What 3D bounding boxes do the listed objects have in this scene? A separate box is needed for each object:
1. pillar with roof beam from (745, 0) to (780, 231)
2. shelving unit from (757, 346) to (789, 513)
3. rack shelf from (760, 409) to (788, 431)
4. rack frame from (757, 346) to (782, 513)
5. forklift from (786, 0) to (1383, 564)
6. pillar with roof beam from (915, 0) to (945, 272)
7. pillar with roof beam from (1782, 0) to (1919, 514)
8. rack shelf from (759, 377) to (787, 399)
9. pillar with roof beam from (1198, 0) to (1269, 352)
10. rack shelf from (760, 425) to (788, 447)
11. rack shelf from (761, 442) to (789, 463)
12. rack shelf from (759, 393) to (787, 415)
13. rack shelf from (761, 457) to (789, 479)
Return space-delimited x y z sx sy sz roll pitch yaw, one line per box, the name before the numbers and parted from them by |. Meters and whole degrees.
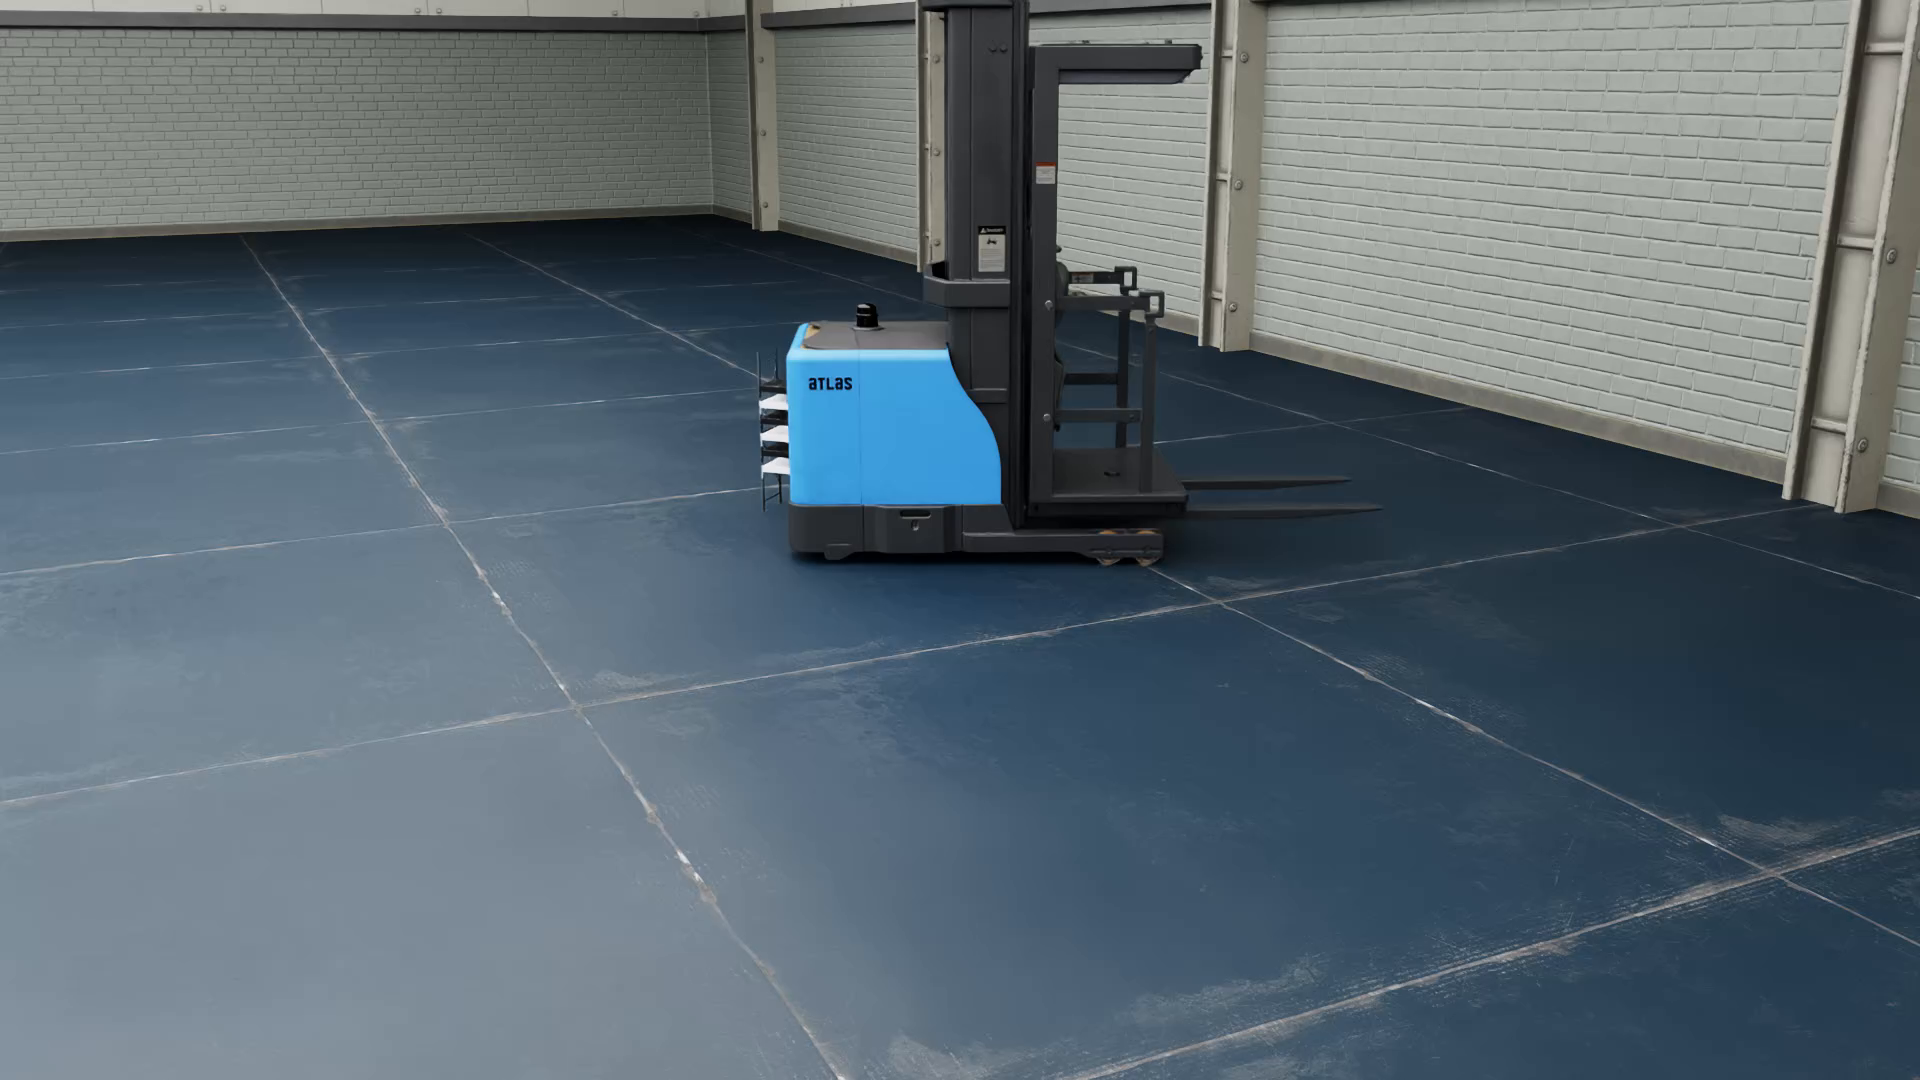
pillar with roof beam | -6.788 -8.483 21.998 9.100 9.000 0.400 -8 18 -25
shelving unit | -0.963 -0.605 9.229 0.210 0.900 0.258 6 17 19
rack shelf | -0.963 -0.660 9.213 0.200 0.077 0.258 6 17 19
rack frame | -1.059 -0.615 9.261 0.006 0.900 0.240 6 17 19
forklift | 0.641 -1.434 8.433 3.031 2.935 1.130 0 16 -2
pillar with roof beam | -4.160 -6.995 16.813 9.100 9.000 0.400 -8 18 -25
pillar with roof beam | 1.097 -4.020 6.445 9.100 9.000 0.400 -8 18 -25
rack shelf | -0.963 -0.833 9.163 0.200 0.077 0.258 6 17 19
pillar with roof beam | -1.531 -5.508 11.629 9.100 9.000 0.400 -8 18 -25
rack shelf | -0.963 -0.573 9.238 0.200 0.077 0.258 6 17 19
rack shelf | -0.963 -0.487 9.263 0.200 0.077 0.258 6 17 19
rack shelf | -0.963 -0.746 9.188 0.200 0.077 0.258 6 17 19
rack shelf | -0.963 -0.400 9.288 0.200 0.077 0.258 6 17 19
